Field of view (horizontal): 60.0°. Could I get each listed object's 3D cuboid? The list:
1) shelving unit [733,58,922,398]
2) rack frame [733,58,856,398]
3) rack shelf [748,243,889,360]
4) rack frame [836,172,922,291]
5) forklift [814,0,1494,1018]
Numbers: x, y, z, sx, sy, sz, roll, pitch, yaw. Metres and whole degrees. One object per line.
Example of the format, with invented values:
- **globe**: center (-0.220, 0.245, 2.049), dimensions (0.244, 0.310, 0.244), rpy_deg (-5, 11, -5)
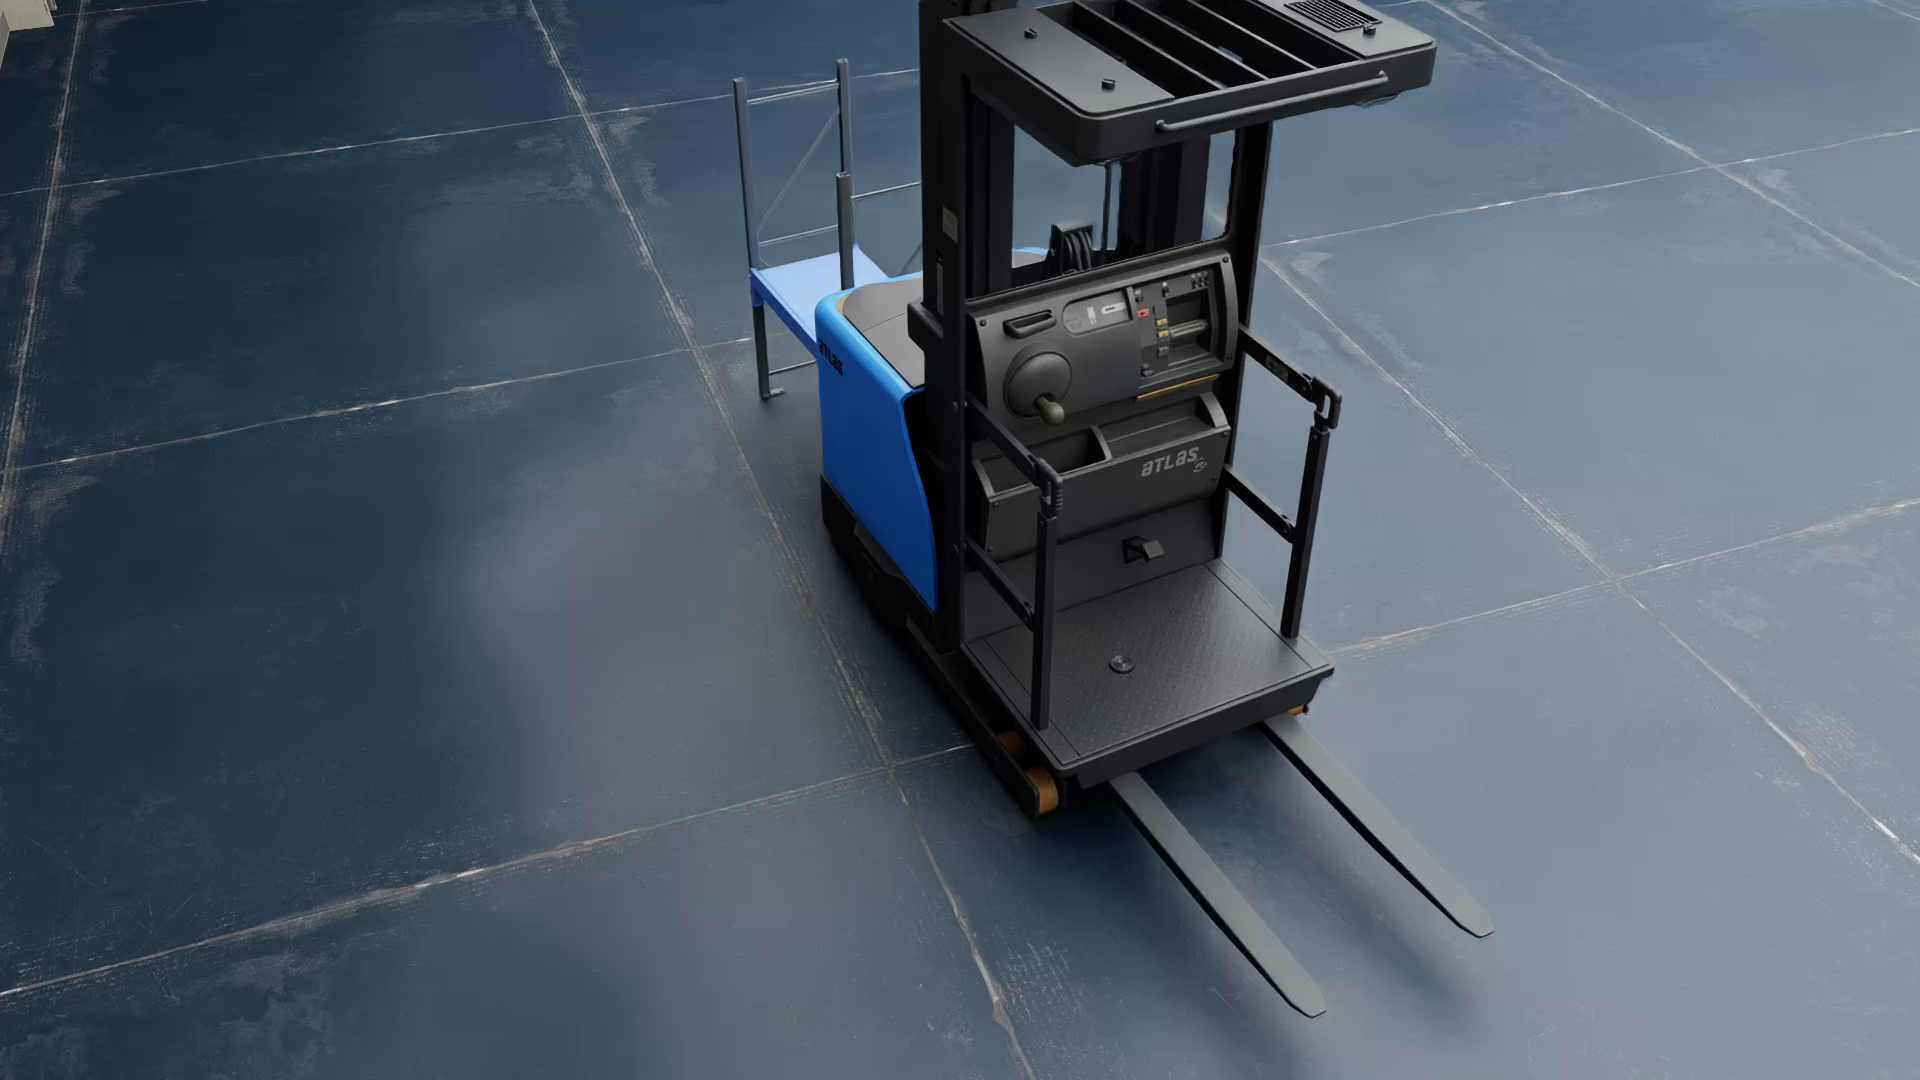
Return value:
- **shelving unit**: center (-0.456, -1.056, 6.906), dimensions (0.538, 1.500, 1.048), rpy_deg (-17, 40, -22)
- **rack frame**: center (-0.691, -1.327, 7.266), dimensions (0.500, 1.500, 0.032), rpy_deg (-17, 40, -22)
- **rack shelf**: center (-0.456, -0.912, 7.014), dimensions (0.538, 0.185, 1.000), rpy_deg (-17, 40, -22)
- **rack frame**: center (-0.222, -0.785, 6.545), dimensions (0.500, 1.500, 0.032), rpy_deg (-17, 40, -22)
- **forklift**: center (0.571, -0.566, 5.065), dimensions (1.130, 2.935, 3.031), rpy_deg (-17, 40, -22)
